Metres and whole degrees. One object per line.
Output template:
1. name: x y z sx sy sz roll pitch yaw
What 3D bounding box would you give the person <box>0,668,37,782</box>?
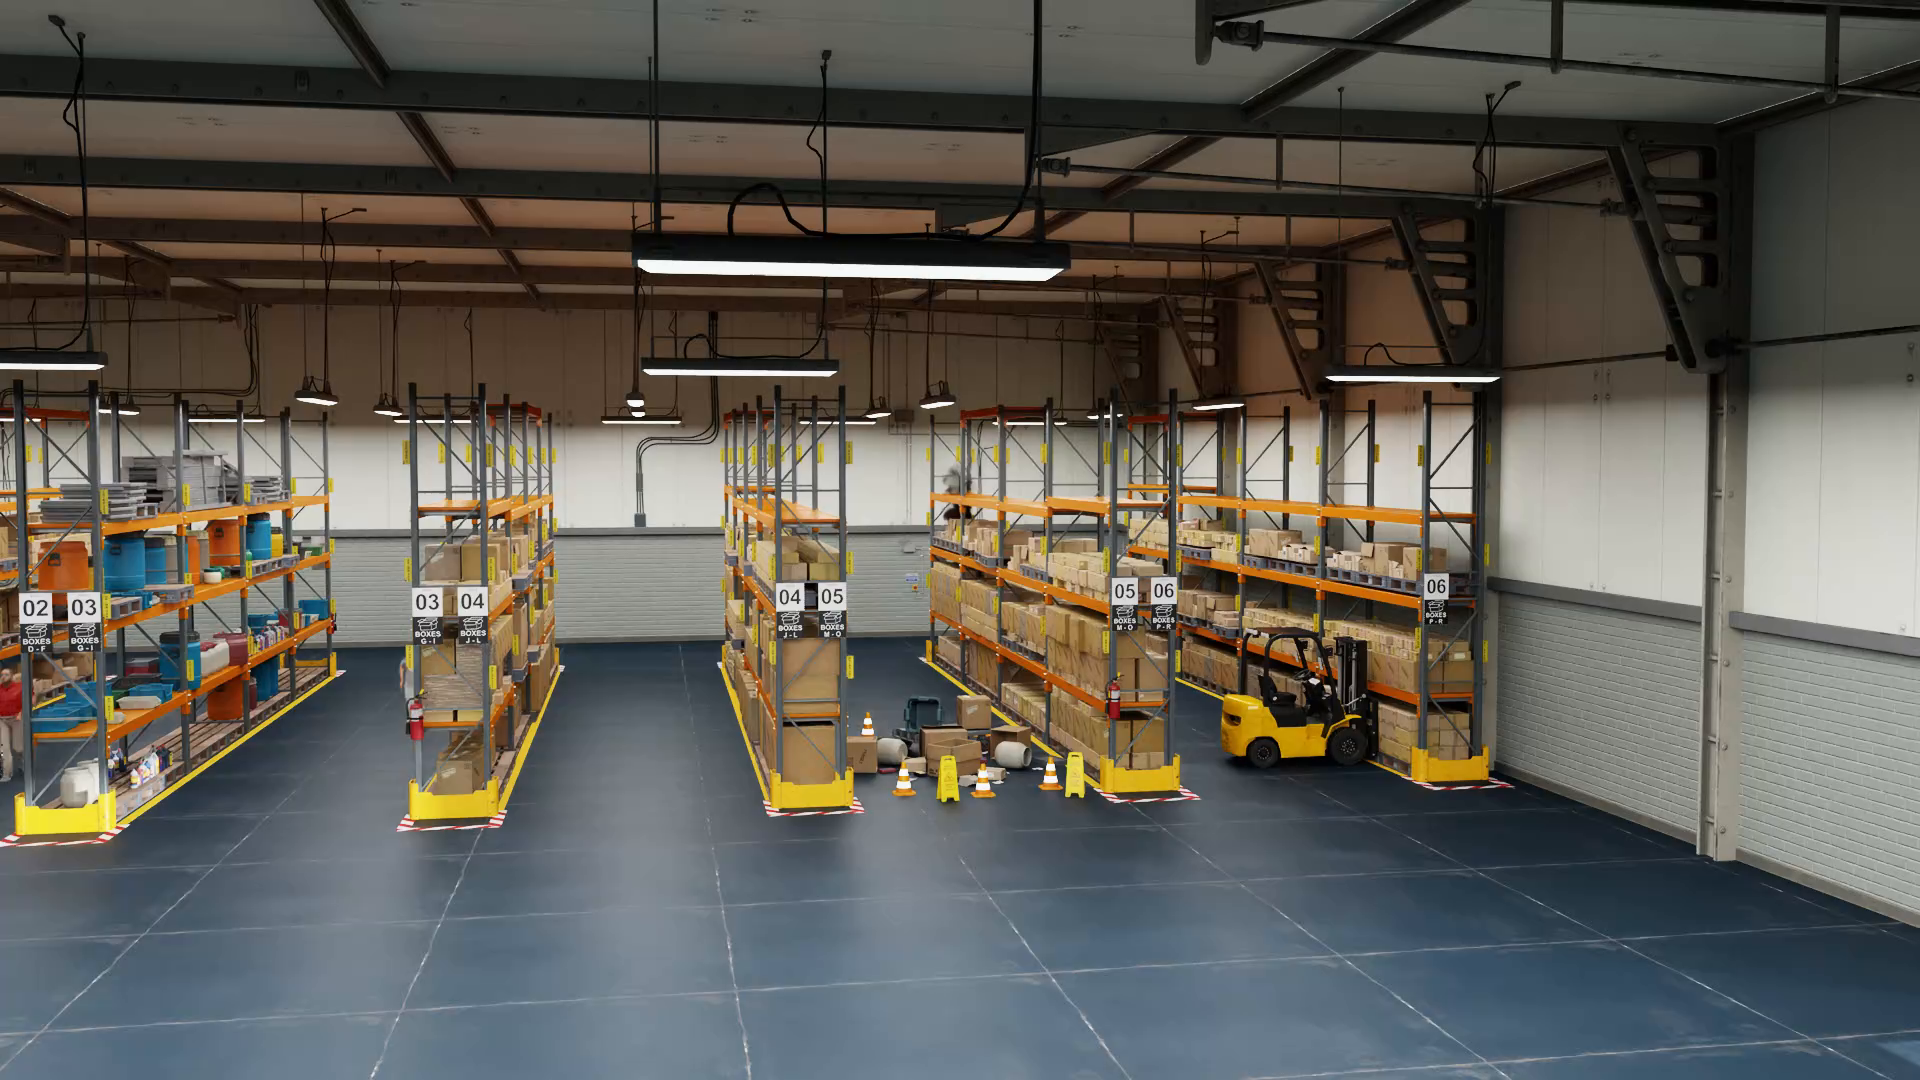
1. person: -14.700 2.855 25.840 0.671 1.757 0.735 -1 3 -10

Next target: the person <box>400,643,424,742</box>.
1. person: -9.644 2.662 29.457 0.535 1.715 0.856 -1 3 -15
